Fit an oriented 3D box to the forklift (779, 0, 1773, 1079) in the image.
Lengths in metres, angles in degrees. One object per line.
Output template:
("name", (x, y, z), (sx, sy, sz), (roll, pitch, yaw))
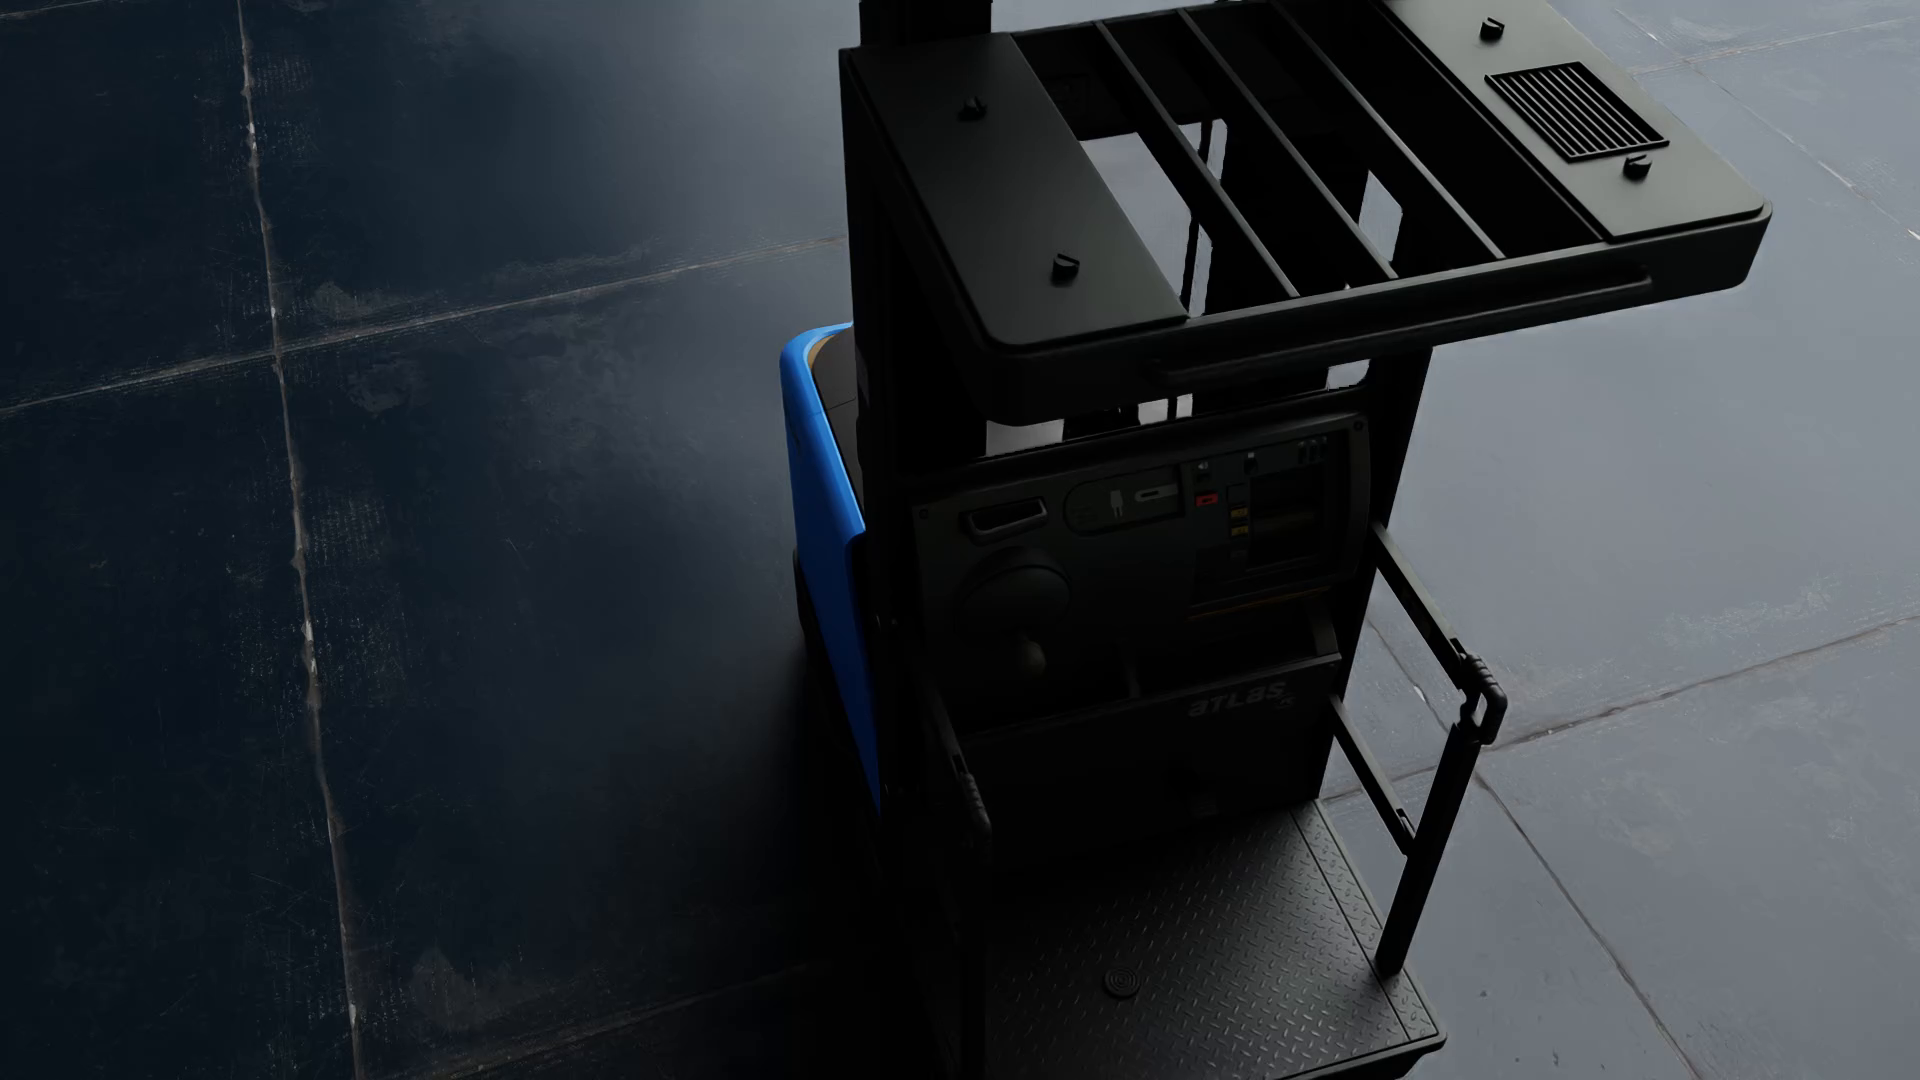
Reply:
("forklift", (0.425, 0.099, 3.082), (1.130, 2.935, 3.031), (-12, 46, -11))
